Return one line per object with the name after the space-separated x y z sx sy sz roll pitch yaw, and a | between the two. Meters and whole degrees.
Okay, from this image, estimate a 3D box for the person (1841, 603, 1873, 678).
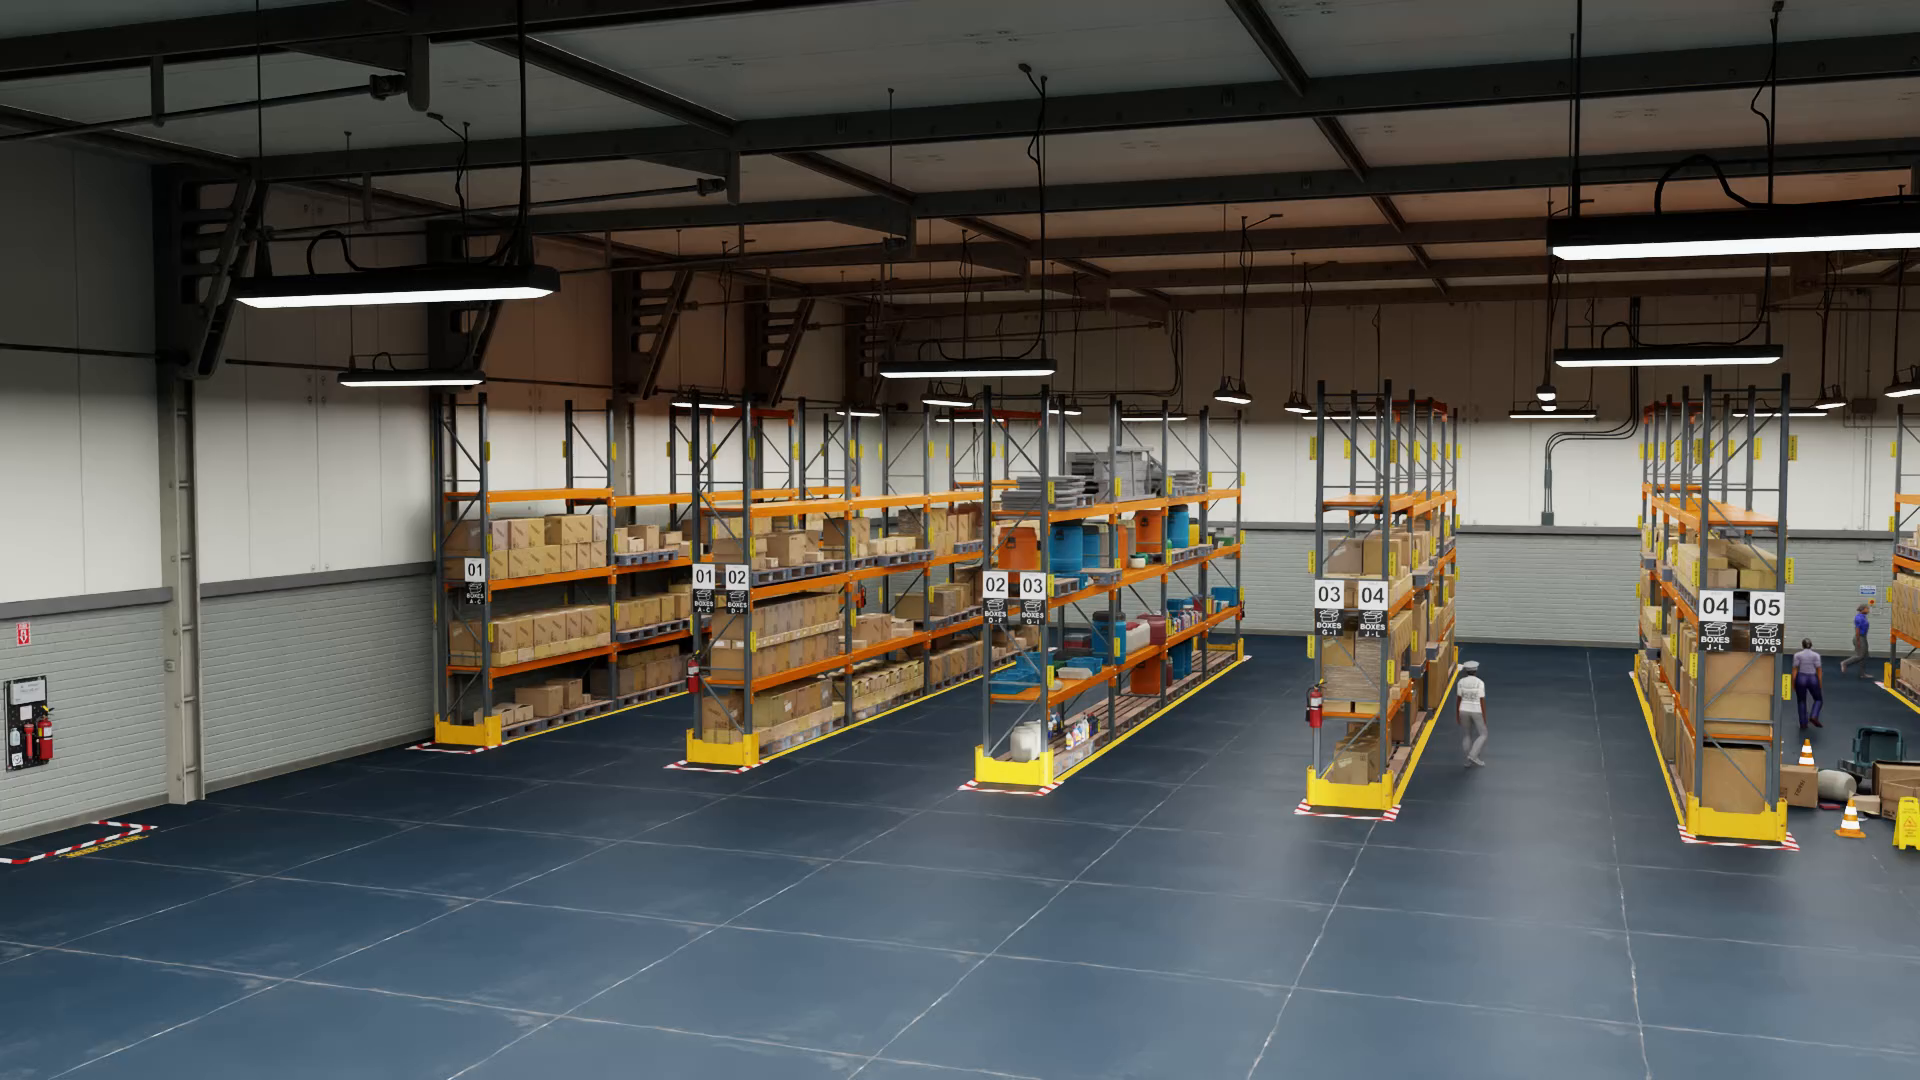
19.809 2.214 36.687 0.609 1.649 0.504 3 4 44 | person

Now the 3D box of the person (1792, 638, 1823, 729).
15.254 2.600 29.928 0.527 1.625 0.474 2 3 28 | person

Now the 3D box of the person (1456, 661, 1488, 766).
8.108 2.768 26.364 0.508 1.673 0.507 2 4 36 | person
